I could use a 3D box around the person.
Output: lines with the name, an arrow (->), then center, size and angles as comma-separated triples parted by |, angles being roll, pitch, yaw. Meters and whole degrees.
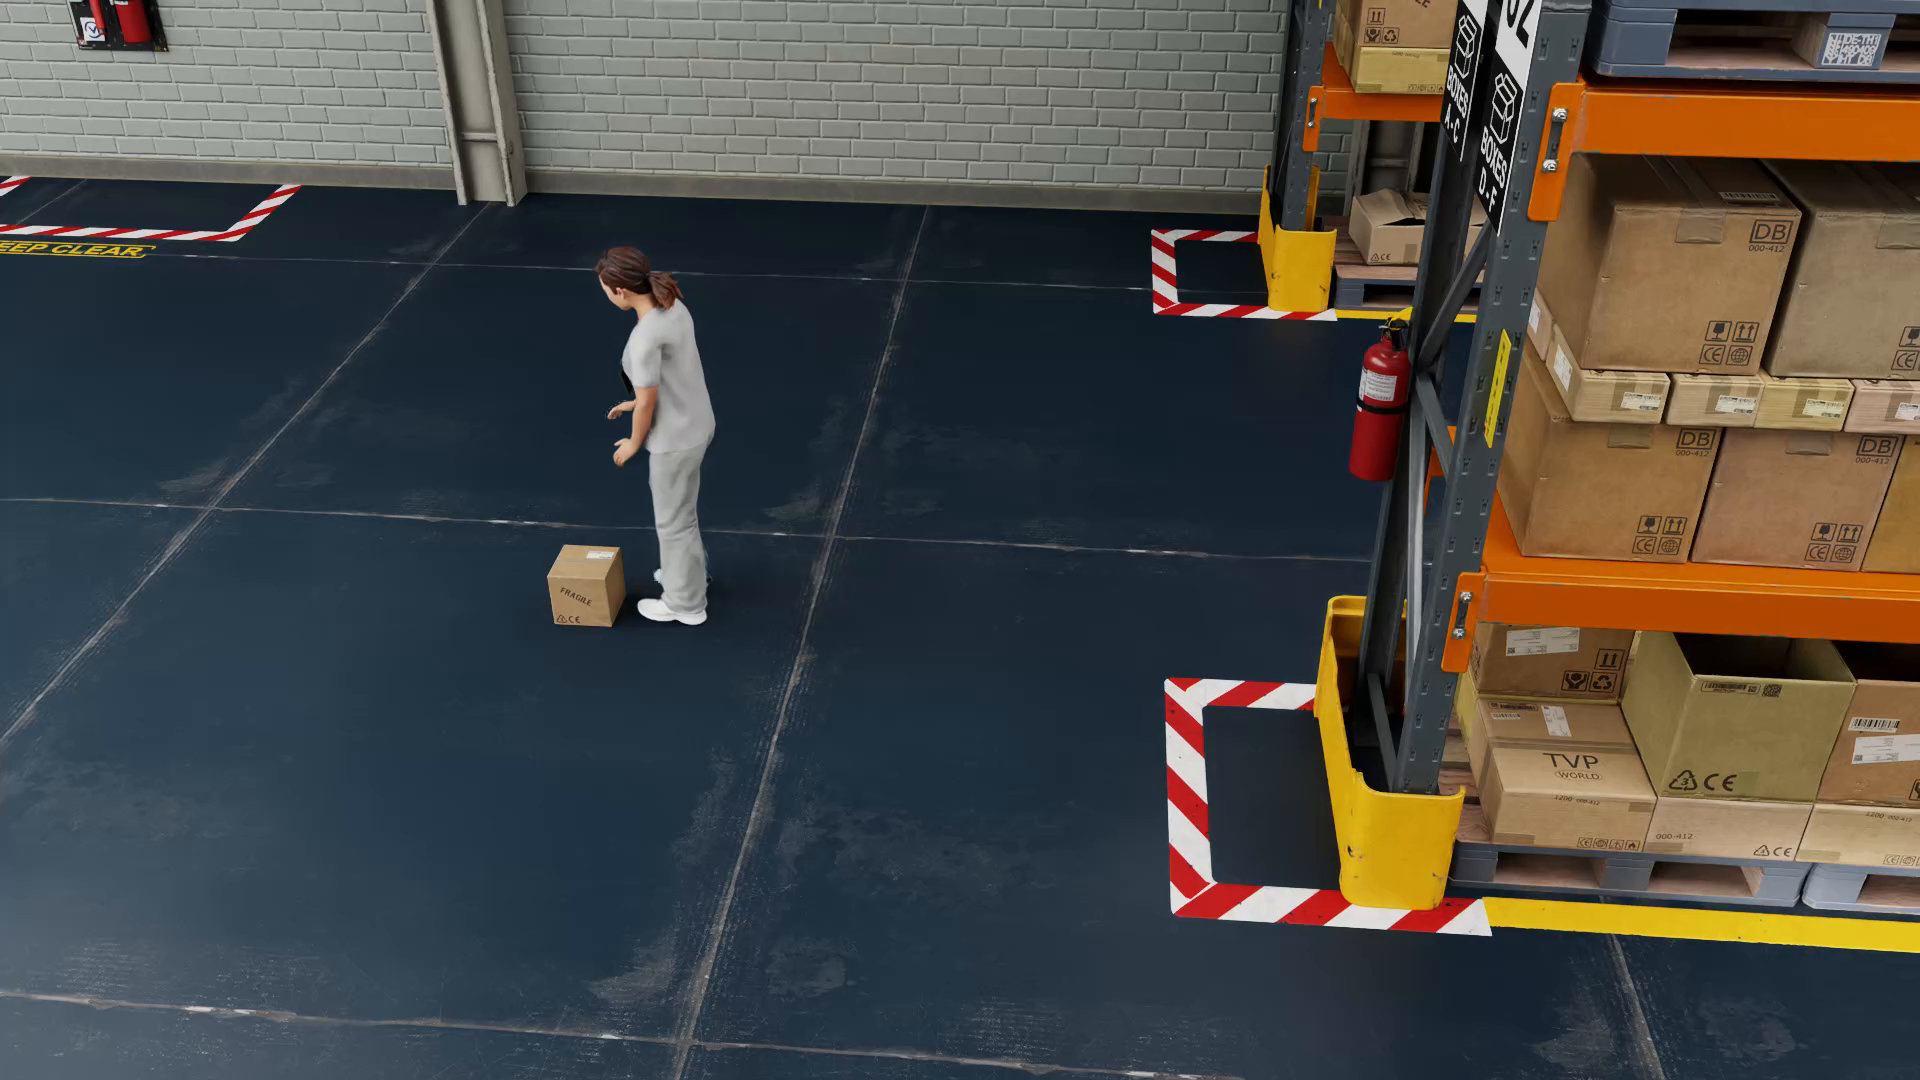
person -> -1.242, -0.414, 6.805 | 0.496, 1.694, 0.503 | 5, 32, 9
